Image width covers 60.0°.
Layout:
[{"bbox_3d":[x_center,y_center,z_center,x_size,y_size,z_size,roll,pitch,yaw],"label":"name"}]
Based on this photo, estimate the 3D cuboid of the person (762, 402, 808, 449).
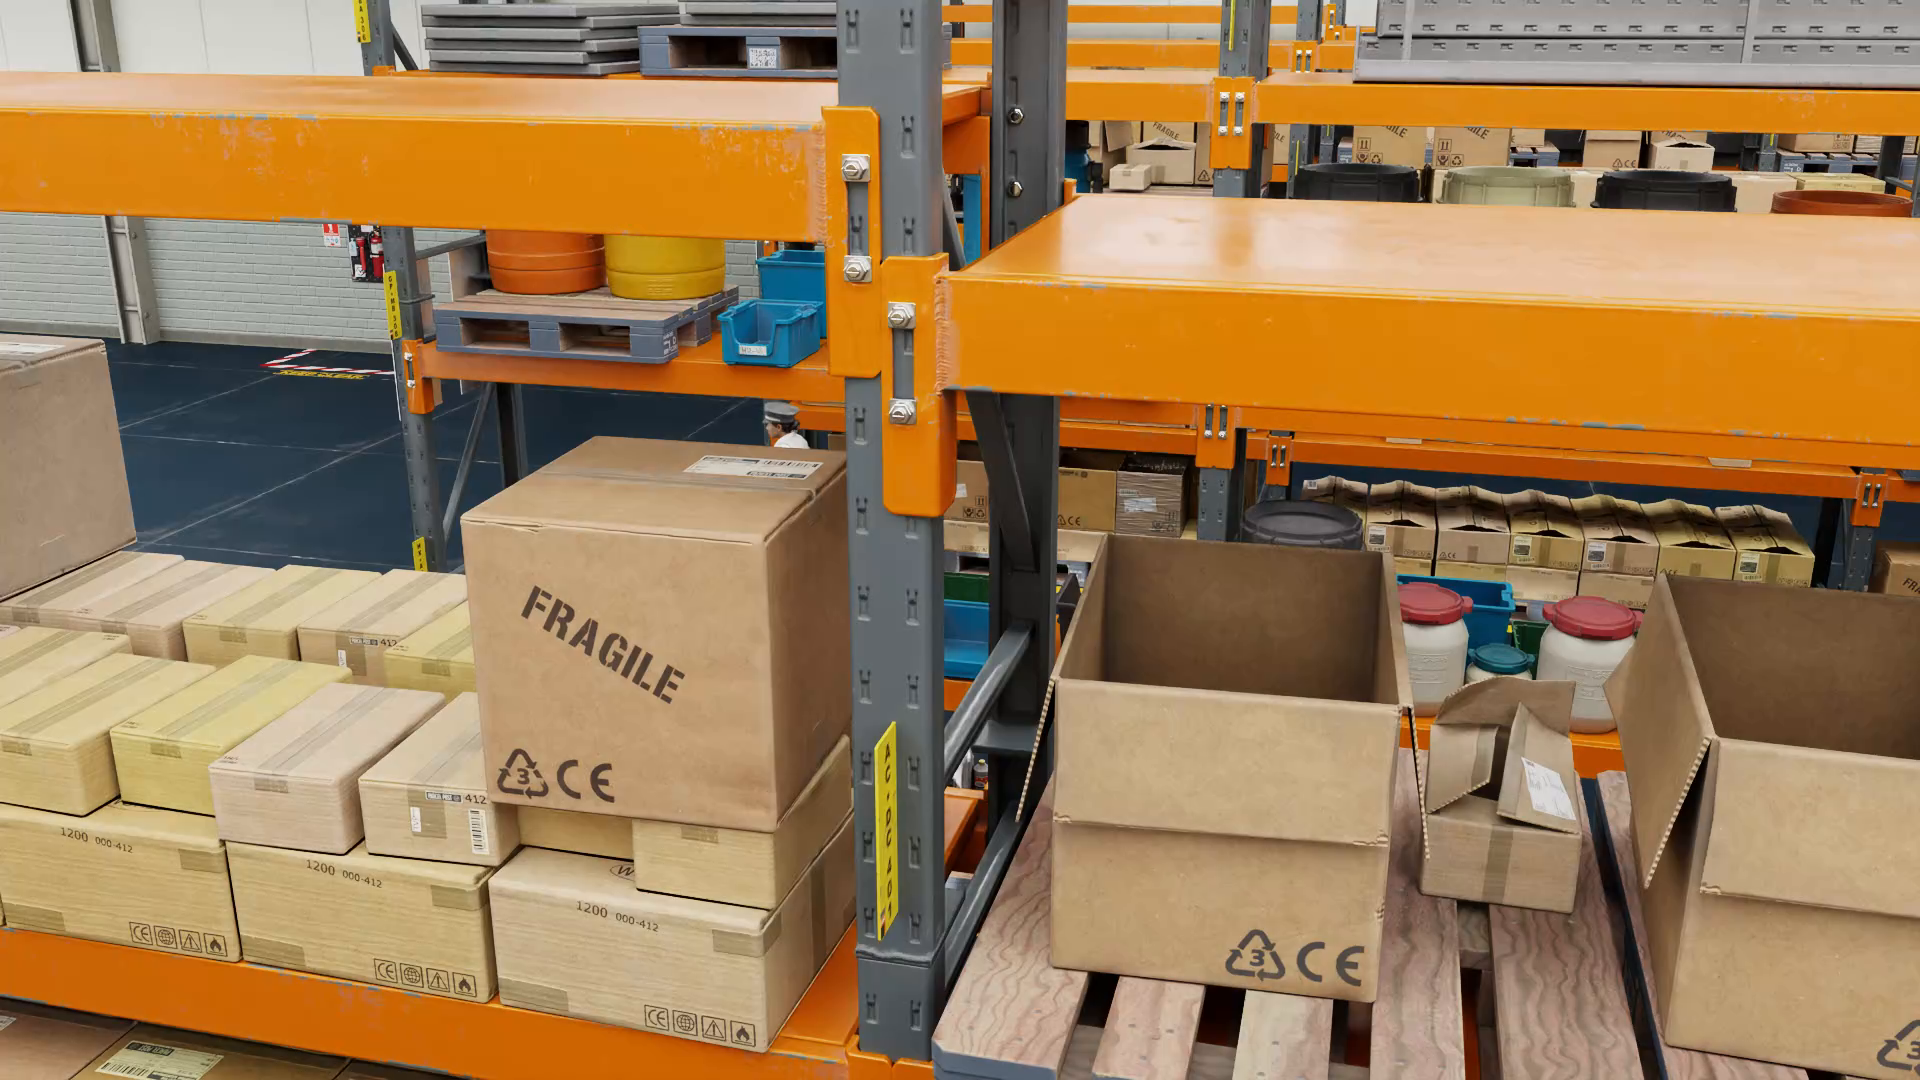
[{"bbox_3d":[-1.223,-0.183,12.097,0.370,1.667,0.547,4,19,11],"label":"person"}]
